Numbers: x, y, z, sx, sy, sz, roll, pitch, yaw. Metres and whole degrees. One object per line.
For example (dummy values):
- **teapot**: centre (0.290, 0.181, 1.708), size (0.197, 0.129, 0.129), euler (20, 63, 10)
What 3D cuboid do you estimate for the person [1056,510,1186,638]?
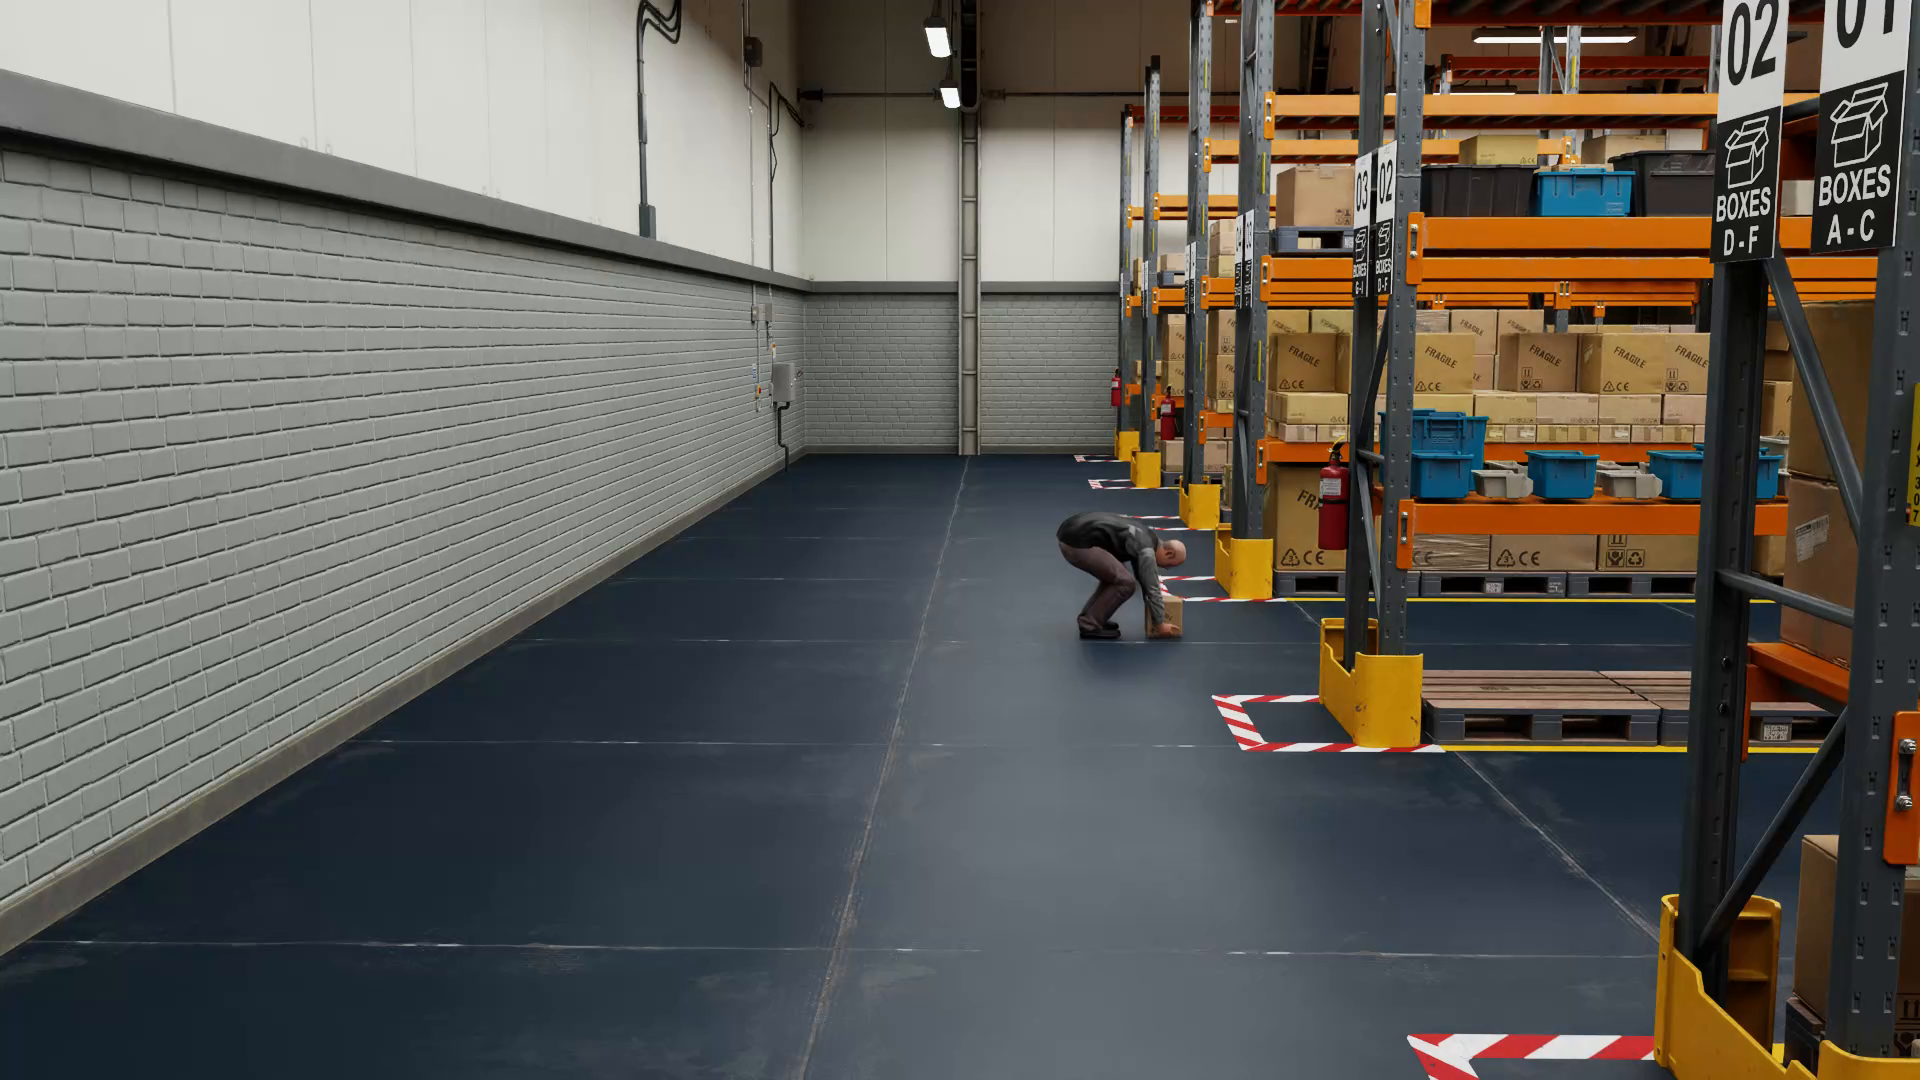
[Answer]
- **person**: centre (1.181, 0.238, 12.194), size (0.947, 0.922, 0.518), euler (0, 7, -1)
